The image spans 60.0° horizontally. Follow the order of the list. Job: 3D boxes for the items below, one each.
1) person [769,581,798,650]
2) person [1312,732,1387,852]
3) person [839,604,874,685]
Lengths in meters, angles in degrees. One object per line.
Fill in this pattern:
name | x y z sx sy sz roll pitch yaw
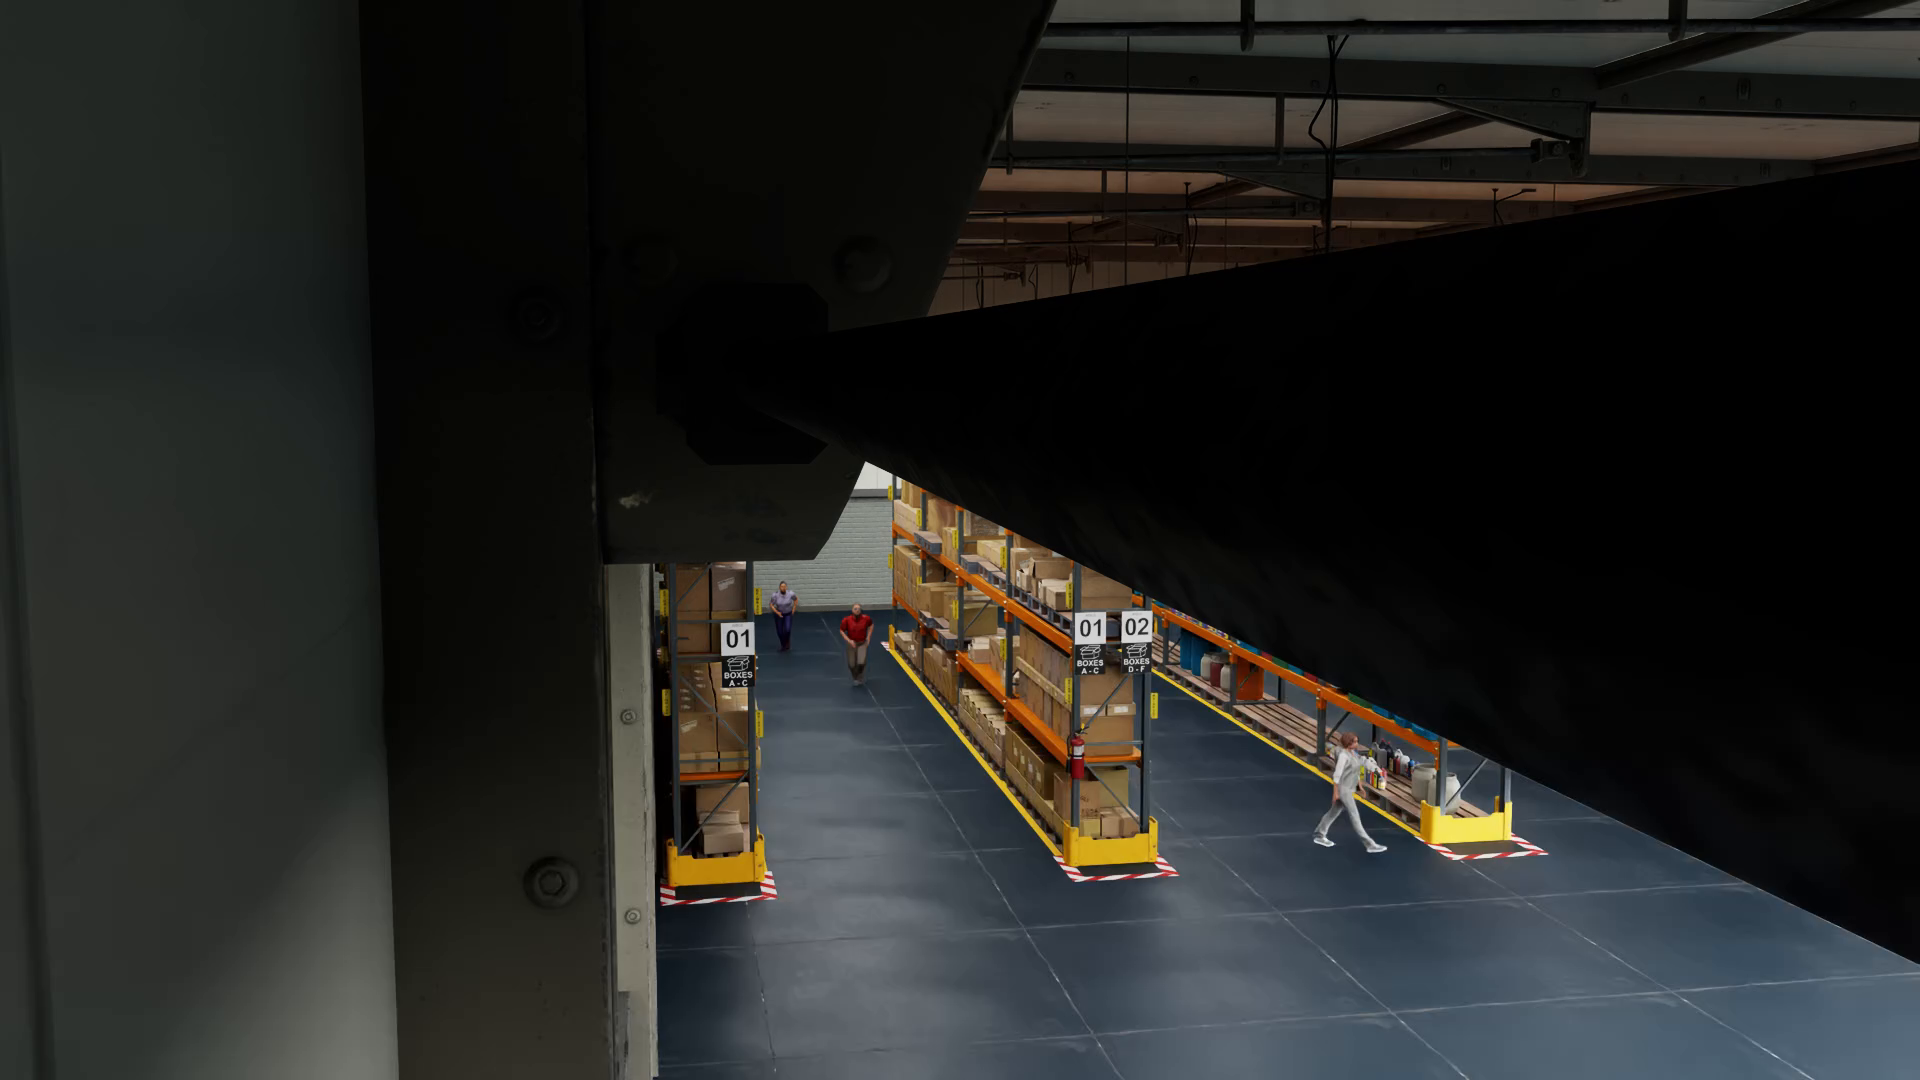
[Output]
person | -3.821 1.654 36.114 0.600 1.563 0.753 0 6 0
person | 5.032 3.237 21.400 0.978 1.528 0.456 2 7 21
person | -2.003 2.035 32.266 0.655 1.640 0.745 0 6 -1
